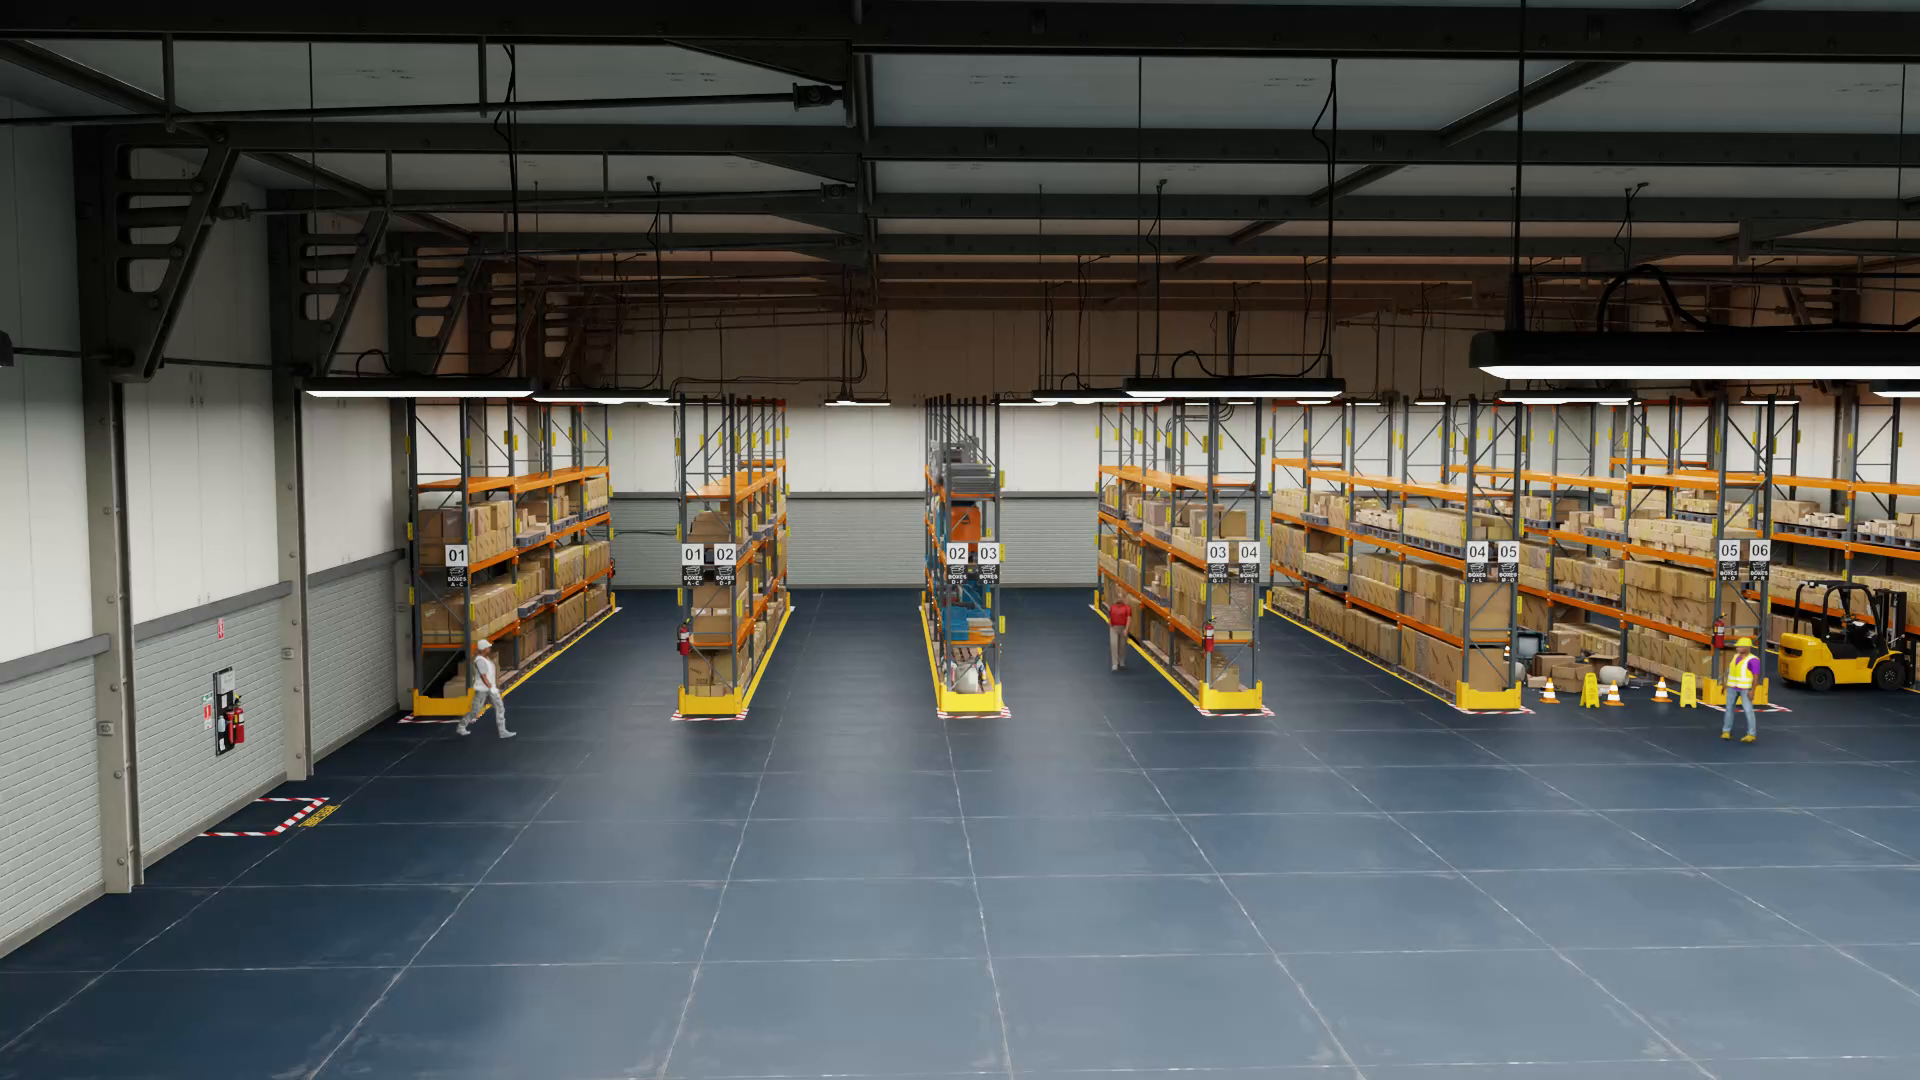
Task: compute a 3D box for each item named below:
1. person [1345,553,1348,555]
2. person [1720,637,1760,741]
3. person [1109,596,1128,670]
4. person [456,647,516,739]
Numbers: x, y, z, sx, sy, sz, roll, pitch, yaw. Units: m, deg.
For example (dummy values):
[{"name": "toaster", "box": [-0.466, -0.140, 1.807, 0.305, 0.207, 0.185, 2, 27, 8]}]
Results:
[{"name": "person", "box": [10.992, 1.167, 47.077, 0.352, 1.685, 0.468, 1, 5, 15]}, {"name": "person", "box": [13.473, 2.564, 28.756, 0.506, 1.759, 0.643, -4, 6, -43]}, {"name": "person", "box": [3.478, 2.019, 36.371, 0.413, 1.594, 1.038, 0, 5, 3]}, {"name": "person", "box": [-8.232, 2.606, 28.823, 1.057, 1.706, 0.518, 1, 5, 15]}]
